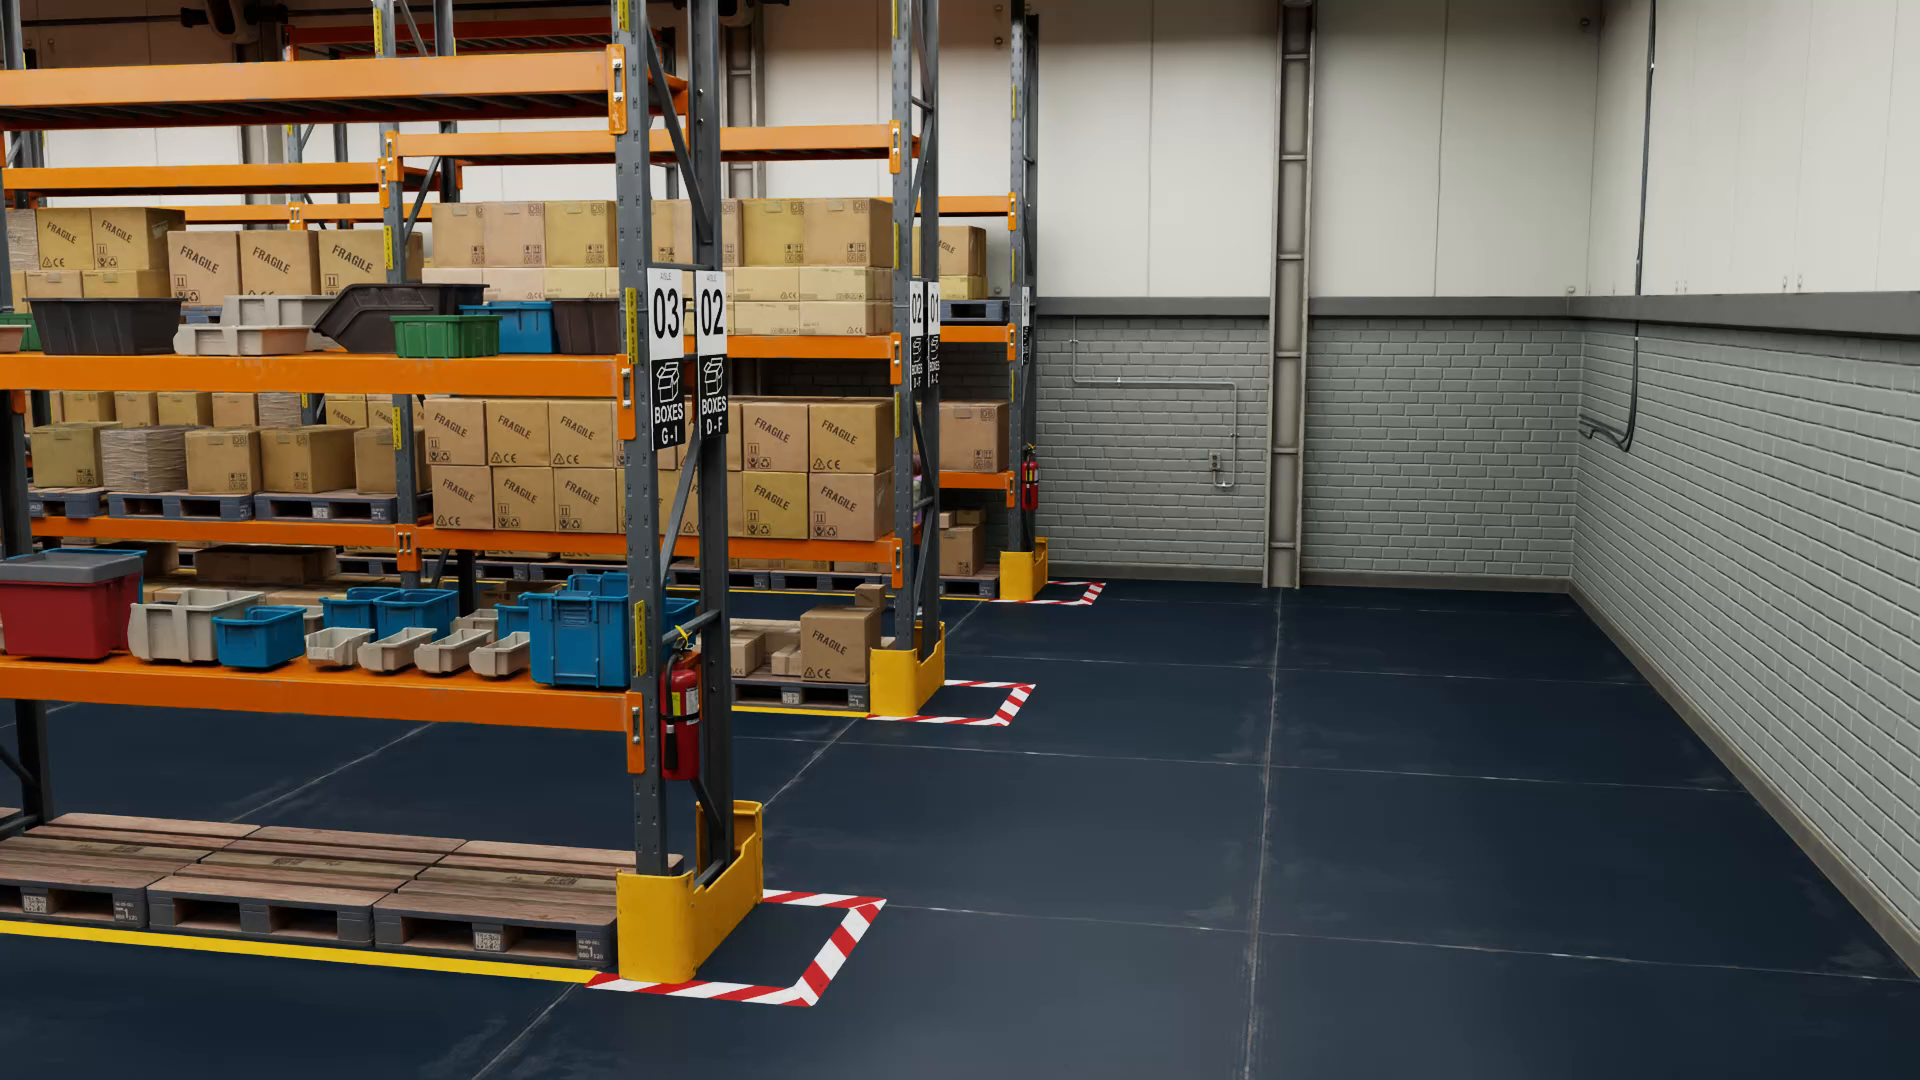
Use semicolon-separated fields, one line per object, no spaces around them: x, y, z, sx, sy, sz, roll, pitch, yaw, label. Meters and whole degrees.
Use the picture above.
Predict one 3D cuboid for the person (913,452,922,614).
-0.439;-0.063;16.332;0.300;1.602;0.405;2;8;13;person
